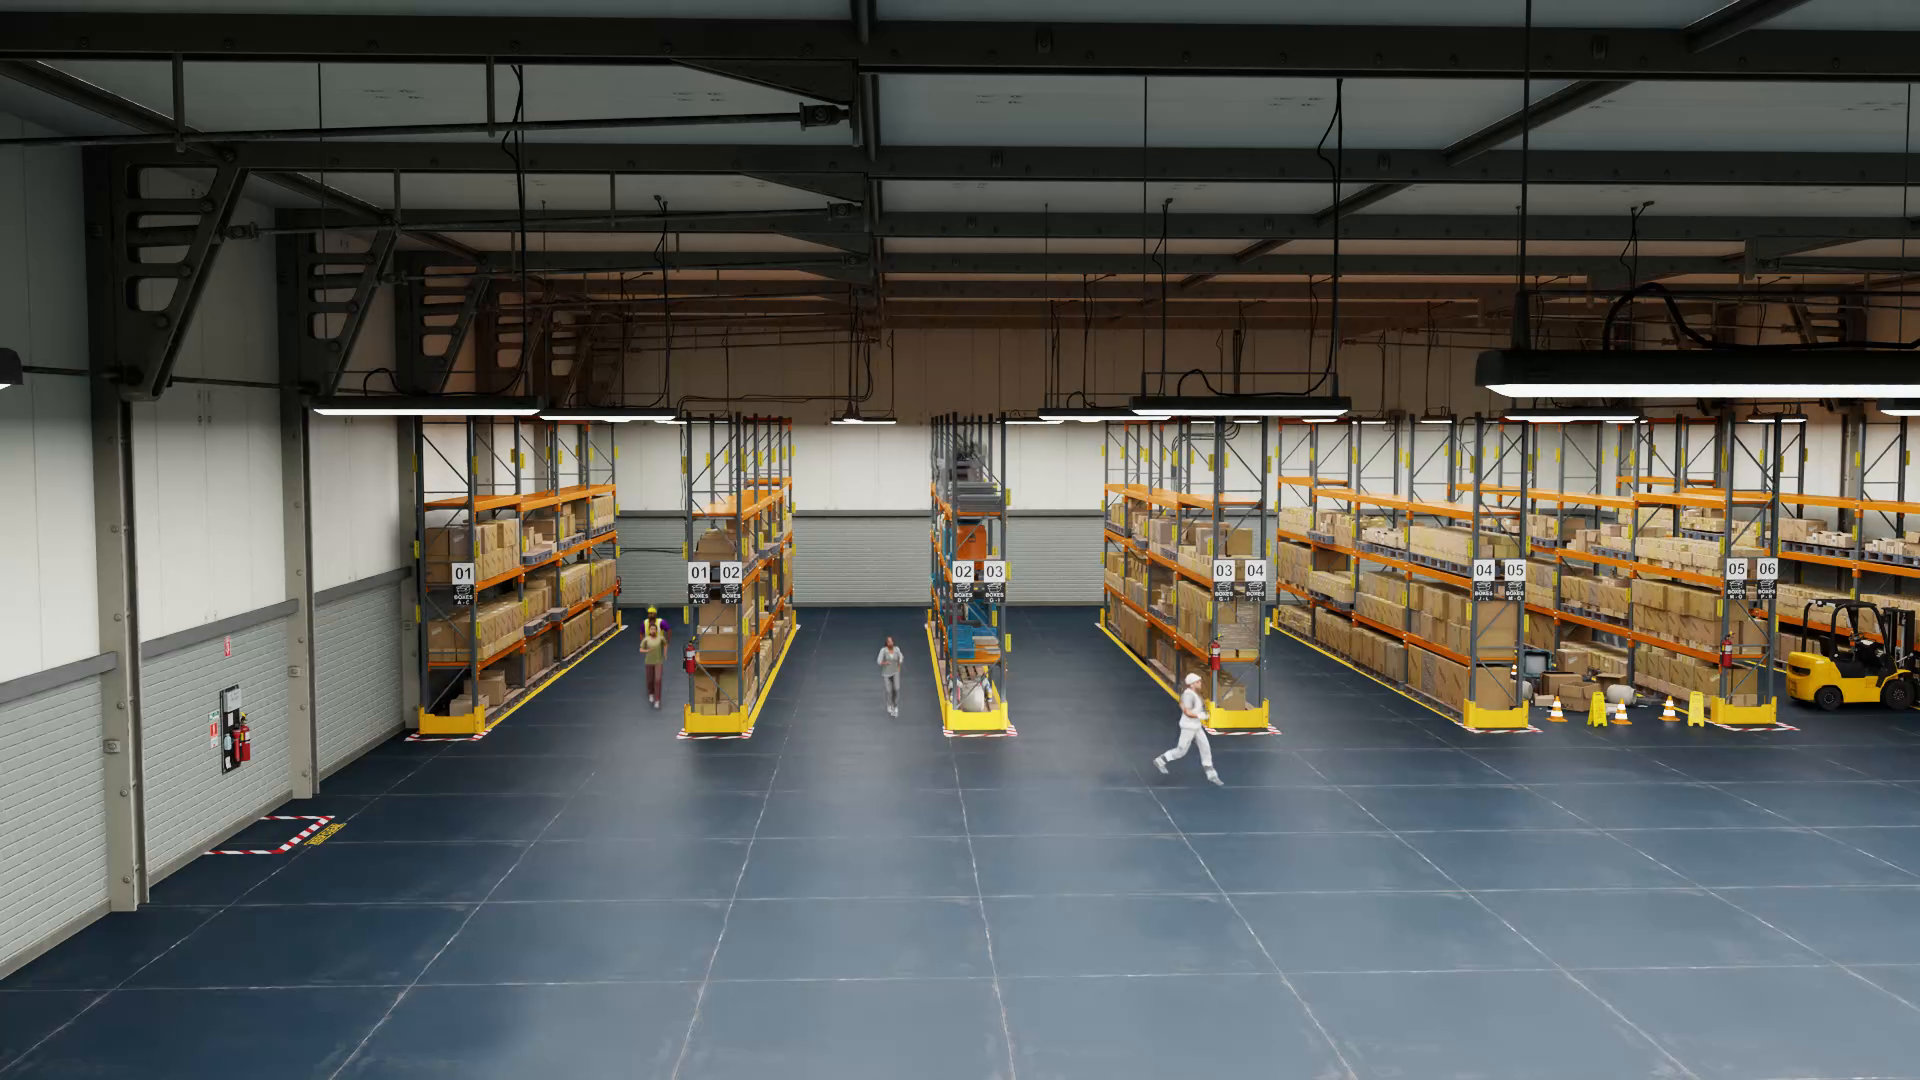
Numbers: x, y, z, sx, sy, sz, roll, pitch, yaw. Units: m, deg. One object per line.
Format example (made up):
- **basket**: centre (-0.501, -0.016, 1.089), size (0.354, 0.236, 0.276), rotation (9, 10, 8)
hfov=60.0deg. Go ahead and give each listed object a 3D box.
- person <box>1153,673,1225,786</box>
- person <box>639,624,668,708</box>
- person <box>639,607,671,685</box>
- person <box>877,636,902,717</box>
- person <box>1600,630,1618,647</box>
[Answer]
- **person**: centre (3.655, 3.026, 26.573), size (1.155, 1.796, 0.622), rotation (2, 4, 25)
- **person**: centre (-6.274, 2.543, 34.061), size (0.569, 1.667, 0.957), rotation (-1, 4, -9)
- **person**: centre (-6.784, 2.351, 36.973), size (0.712, 1.736, 0.654), rotation (0, 4, 0)
- **person**: centre (-1.385, 2.692, 32.926), size (0.521, 1.597, 0.717), rotation (0, 4, -7)
- **person**: centre (16.329, 2.026, 41.783), size (0.596, 1.740, 0.720), rotation (0, 4, -5)
